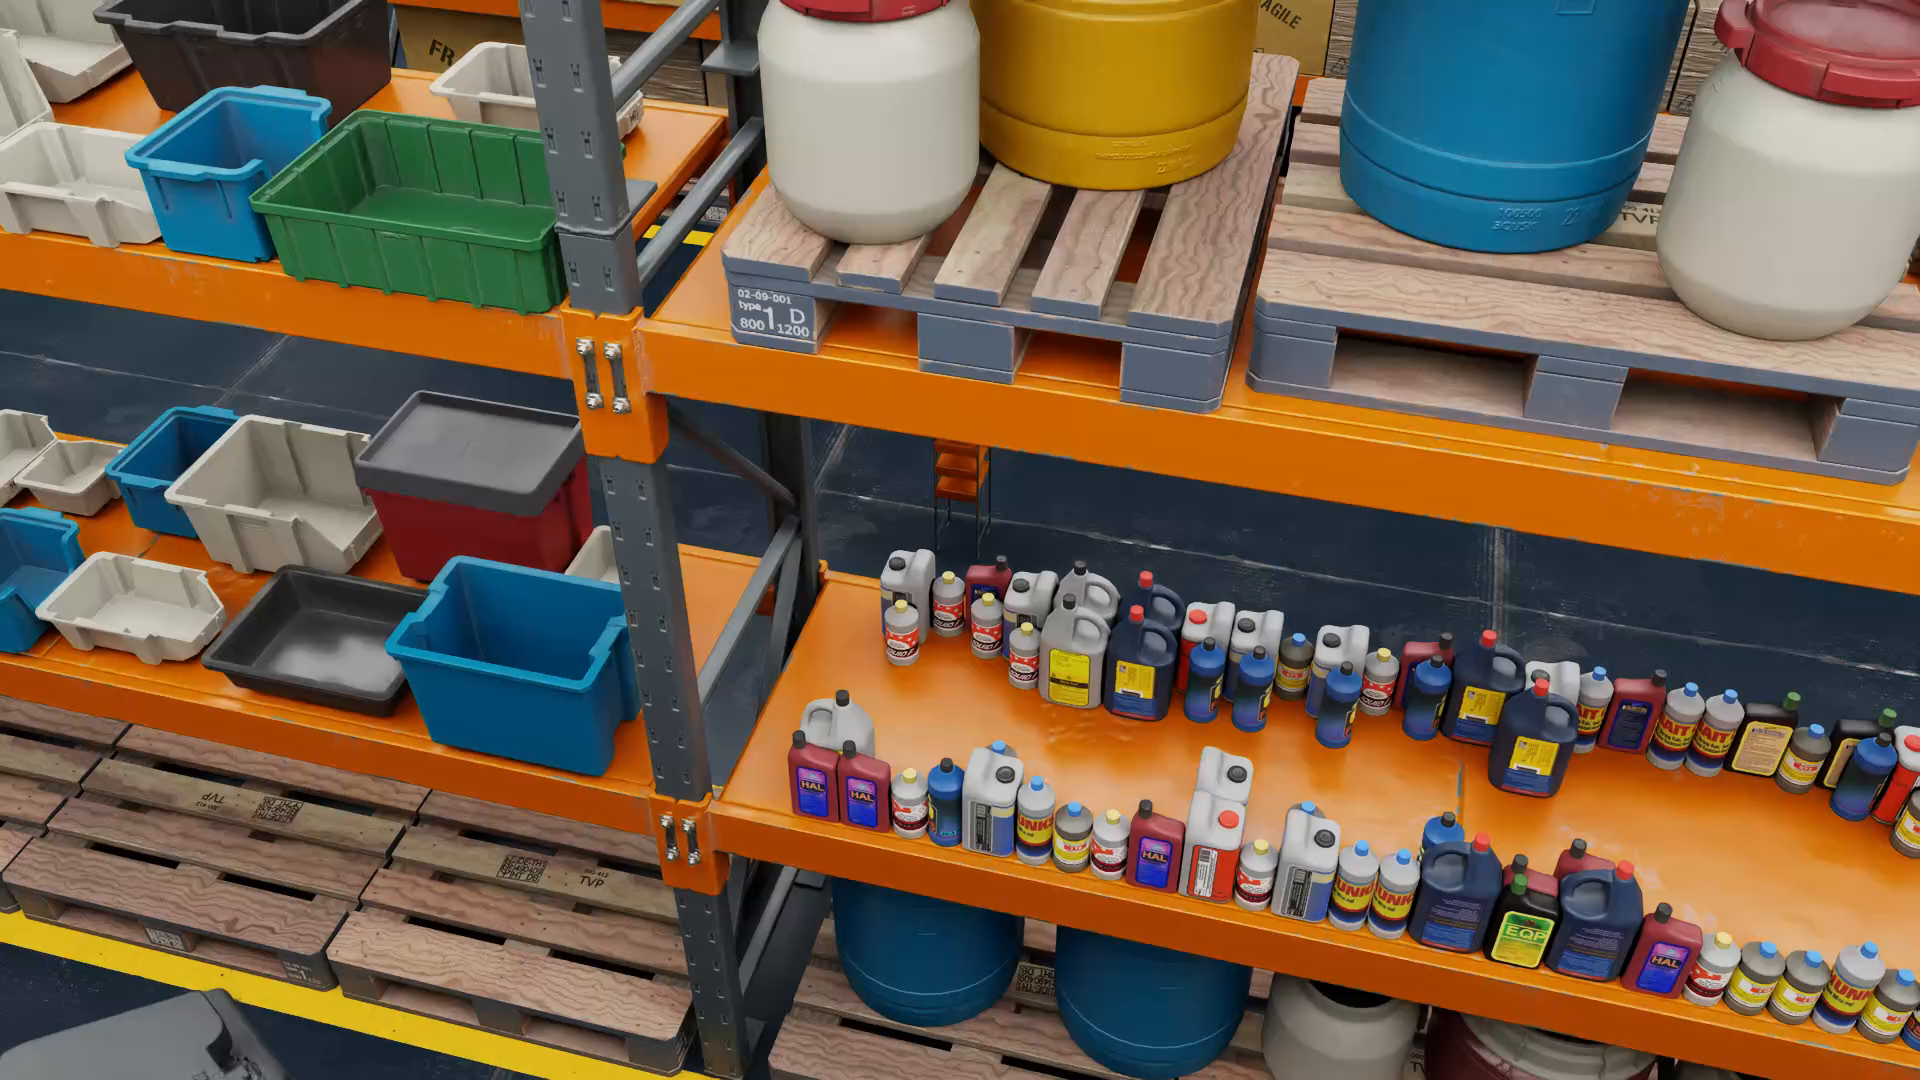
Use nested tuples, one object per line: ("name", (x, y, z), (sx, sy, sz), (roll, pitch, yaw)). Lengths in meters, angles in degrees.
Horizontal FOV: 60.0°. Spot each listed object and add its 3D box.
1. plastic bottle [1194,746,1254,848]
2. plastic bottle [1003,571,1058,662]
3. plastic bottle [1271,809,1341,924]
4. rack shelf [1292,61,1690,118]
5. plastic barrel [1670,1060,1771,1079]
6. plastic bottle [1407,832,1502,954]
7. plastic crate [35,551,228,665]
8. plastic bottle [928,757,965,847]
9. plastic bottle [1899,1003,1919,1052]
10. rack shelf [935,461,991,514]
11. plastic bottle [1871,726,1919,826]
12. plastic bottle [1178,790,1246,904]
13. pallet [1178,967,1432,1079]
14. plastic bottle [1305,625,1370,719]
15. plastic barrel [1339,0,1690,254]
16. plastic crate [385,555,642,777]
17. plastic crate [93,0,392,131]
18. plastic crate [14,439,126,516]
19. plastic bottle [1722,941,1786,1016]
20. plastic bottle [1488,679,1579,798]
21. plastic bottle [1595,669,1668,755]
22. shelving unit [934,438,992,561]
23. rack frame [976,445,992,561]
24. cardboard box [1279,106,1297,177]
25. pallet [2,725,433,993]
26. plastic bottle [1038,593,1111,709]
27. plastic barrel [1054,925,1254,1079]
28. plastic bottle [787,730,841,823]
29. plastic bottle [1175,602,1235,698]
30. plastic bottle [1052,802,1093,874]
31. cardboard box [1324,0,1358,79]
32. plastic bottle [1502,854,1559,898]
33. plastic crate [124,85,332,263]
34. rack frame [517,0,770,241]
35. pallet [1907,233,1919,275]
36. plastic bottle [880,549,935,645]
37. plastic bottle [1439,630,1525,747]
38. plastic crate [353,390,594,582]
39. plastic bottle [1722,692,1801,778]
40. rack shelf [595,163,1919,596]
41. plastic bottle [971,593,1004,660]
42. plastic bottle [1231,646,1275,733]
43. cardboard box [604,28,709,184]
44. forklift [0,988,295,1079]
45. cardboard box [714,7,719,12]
("plastic bottle", (0.666, 0.656, 4.232), (0.135, 0.276, 0.152), (10, 41, 11))
("plastic bottle", (0.201, 0.209, 4.765), (0.135, 0.276, 0.152), (10, 41, 11))
("plastic bottle", (0.851, 0.790, 4.074), (0.135, 0.276, 0.152), (10, 41, 11))
("rack shelf", (2.596, -2.233, 8.136), (4.000, 0.370, 1.077), (10, 41, 11))
("plastic barrel", (2.202, 1.584, 4.640), (0.421, 0.512, 0.421), (0, 40, 0))
("plastic bottle", (1.192, 0.822, 3.977), (0.185, 0.351, 0.144), (10, 41, 11))
("plastic crate", (-2.376, 0.211, 4.825), (0.466, 0.136, 0.293), (10, 41, 11))
("plastic bottle", (-0.033, 0.657, 4.235), (0.097, 0.271, 0.097), (0, 40, 0))
("plastic bottle", (2.229, 1.047, 3.771), (0.097, 0.271, 0.097), (0, 40, 0))
("rack shelf", (0.014, -0.239, 7.044), (0.180, 0.103, 0.258), (10, 41, 11))
("plastic bottle", (2.466, 0.599, 4.301), (0.135, 0.276, 0.152), (10, 41, 11))
("plastic bottle", (0.627, 0.751, 4.120), (0.135, 0.276, 0.152), (10, 41, 11))
("pallet", (1.300, 1.659, 5.110), (1.213, 0.211, 1.003), (10, 41, 11))
("plastic bottle", (1.042, 0.354, 4.593), (0.135, 0.276, 0.152), (10, 41, 11))
("plastic barrel", (1.072, -1.077, 3.151), (0.708, 0.901, 0.600), (10, 41, 11))
("plastic crate", (-1.156, 0.353, 4.463), (0.575, 0.384, 0.392), (10, 41, 11))
("plastic crate", (-1.746, -1.240, 4.163), (0.590, 0.269, 0.497), (10, 41, 11))
("plastic crate", (-2.804, -0.202, 5.317), (0.250, 0.136, 0.298), (10, 41, 11))
("plastic bottle", (1.853, 1.009, 3.871), (0.097, 0.201, 0.097), (0, 40, 0))
("plastic bottle", (1.511, 0.504, 4.356), (0.185, 0.351, 0.144), (10, 41, 11))
("plastic bottle", (1.809, 0.452, 4.470), (0.133, 0.283, 0.061), (10, 41, 11))
("shelving unit", (0.014, -0.457, 6.861), (0.189, 1.200, 0.258), (10, 41, 11))
("rack frame", (0.102, -0.442, 6.843), (0.006, 1.200, 0.240), (10, 41, 11))
("cardboard box", (1.287, -2.094, 8.737), (0.875, 0.875, 1.225), (10, 41, 12))
("pallet", (-2.519, 1.004, 5.890), (1.213, 0.211, 1.003), (10, 41, 11))
("plastic bottle", (0.319, 0.294, 4.606), (0.185, 0.351, 0.144), (10, 41, 11))
("plastic barrel", (0.589, 1.097, 4.916), (0.708, 0.901, 0.600), (10, 41, 11))
("plastic bottle", (-0.372, 0.607, 4.286), (0.133, 0.283, 0.061), (10, 41, 11))
("plastic bottle", (0.688, 0.293, 4.666), (0.135, 0.276, 0.152), (10, 41, 11))
("plastic bottle", (0.285, 0.739, 4.192), (0.097, 0.201, 0.097), (0, 40, 0))
("cardboard box", (2.013, -2.481, 7.794), (0.500, 0.500, 0.500), (9, 41, 10))
("plastic bottle", (1.351, 0.863, 3.981), (0.133, 0.283, 0.061), (10, 41, 11))
("plastic crate", (-1.578, -0.802, 3.670), (0.300, 0.233, 0.416), (10, 41, 11))
("rack frame", (-0.616, -2.061, 2.707), (0.127, 3.000, 1.000), (10, 41, 11))
("pallet", (2.534, -0.363, 3.165), (1.213, 0.211, 1.003), (10, 41, 11))
("plastic bottle", (-0.152, 0.148, 4.838), (0.135, 0.276, 0.152), (10, 41, 11))
("plastic bottle", (1.420, 0.387, 4.495), (0.185, 0.351, 0.144), (10, 41, 11))
("plastic crate", (-1.414, -0.116, 4.959), (0.583, 0.464, 0.402), (10, 41, 11))
("plastic bottle", (2.126, 0.507, 4.405), (0.133, 0.283, 0.061), (10, 41, 11))
("rack shelf", (1.316, -0.305, 3.508), (4.000, 0.370, 1.077), (10, 41, 11))
("plastic bottle", (0.080, 0.239, 4.788), (0.097, 0.201, 0.097), (0, 40, 0))
("plastic bottle", (0.804, 0.397, 4.545), (0.097, 0.271, 0.097), (0, 40, 0))
("cardboard box", (-1.682, -2.645, 9.393), (0.875, 0.875, 0.875), (10, 41, 11))
("forklift", (-0.798, 2.146, 2.415), (1.130, 2.935, 3.031), (-32, 50, -32))
("cardboard box", (-1.202, -2.849, 8.505), (0.250, 0.149, 0.380), (10, 41, 12))
